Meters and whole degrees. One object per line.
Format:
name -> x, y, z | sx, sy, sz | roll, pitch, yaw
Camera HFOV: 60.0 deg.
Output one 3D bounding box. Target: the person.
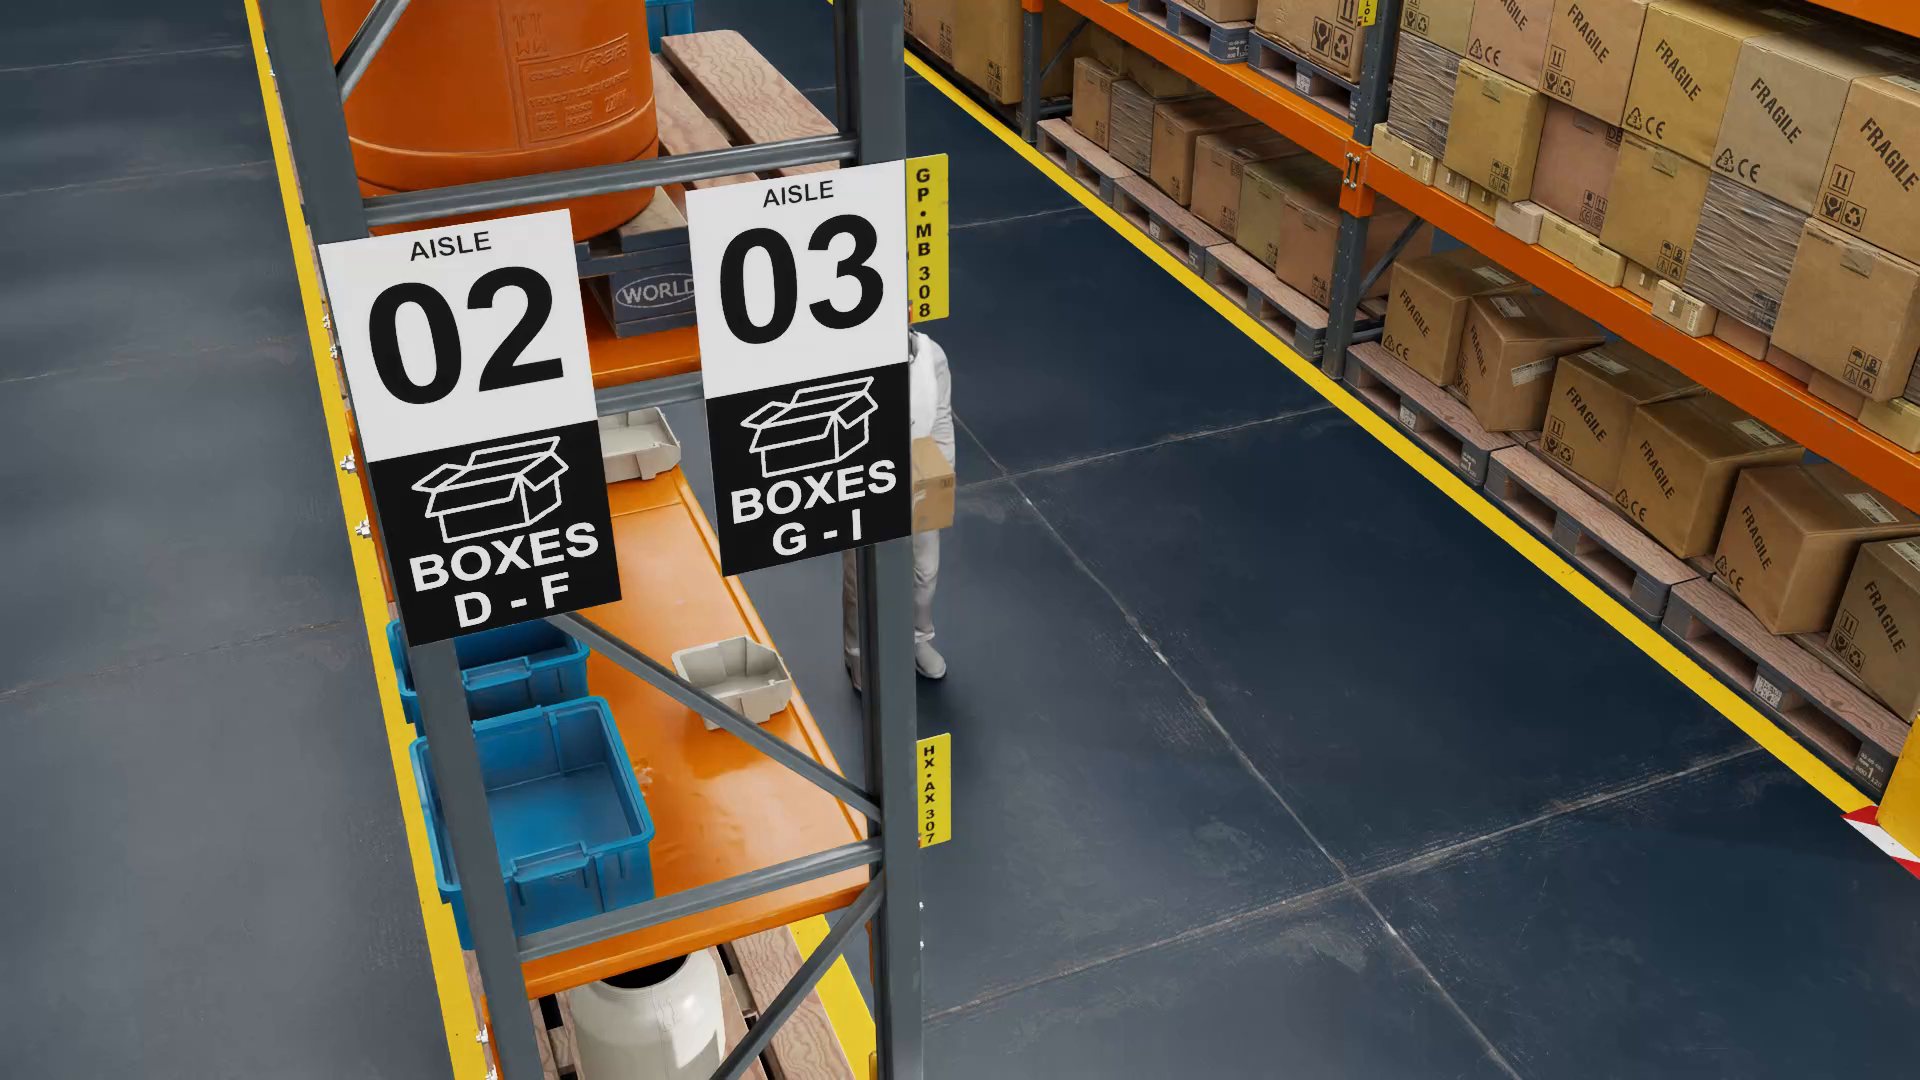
person -> -0.240, -0.180, 6.398 | 0.483, 1.767, 0.544 | -13, 35, -18
